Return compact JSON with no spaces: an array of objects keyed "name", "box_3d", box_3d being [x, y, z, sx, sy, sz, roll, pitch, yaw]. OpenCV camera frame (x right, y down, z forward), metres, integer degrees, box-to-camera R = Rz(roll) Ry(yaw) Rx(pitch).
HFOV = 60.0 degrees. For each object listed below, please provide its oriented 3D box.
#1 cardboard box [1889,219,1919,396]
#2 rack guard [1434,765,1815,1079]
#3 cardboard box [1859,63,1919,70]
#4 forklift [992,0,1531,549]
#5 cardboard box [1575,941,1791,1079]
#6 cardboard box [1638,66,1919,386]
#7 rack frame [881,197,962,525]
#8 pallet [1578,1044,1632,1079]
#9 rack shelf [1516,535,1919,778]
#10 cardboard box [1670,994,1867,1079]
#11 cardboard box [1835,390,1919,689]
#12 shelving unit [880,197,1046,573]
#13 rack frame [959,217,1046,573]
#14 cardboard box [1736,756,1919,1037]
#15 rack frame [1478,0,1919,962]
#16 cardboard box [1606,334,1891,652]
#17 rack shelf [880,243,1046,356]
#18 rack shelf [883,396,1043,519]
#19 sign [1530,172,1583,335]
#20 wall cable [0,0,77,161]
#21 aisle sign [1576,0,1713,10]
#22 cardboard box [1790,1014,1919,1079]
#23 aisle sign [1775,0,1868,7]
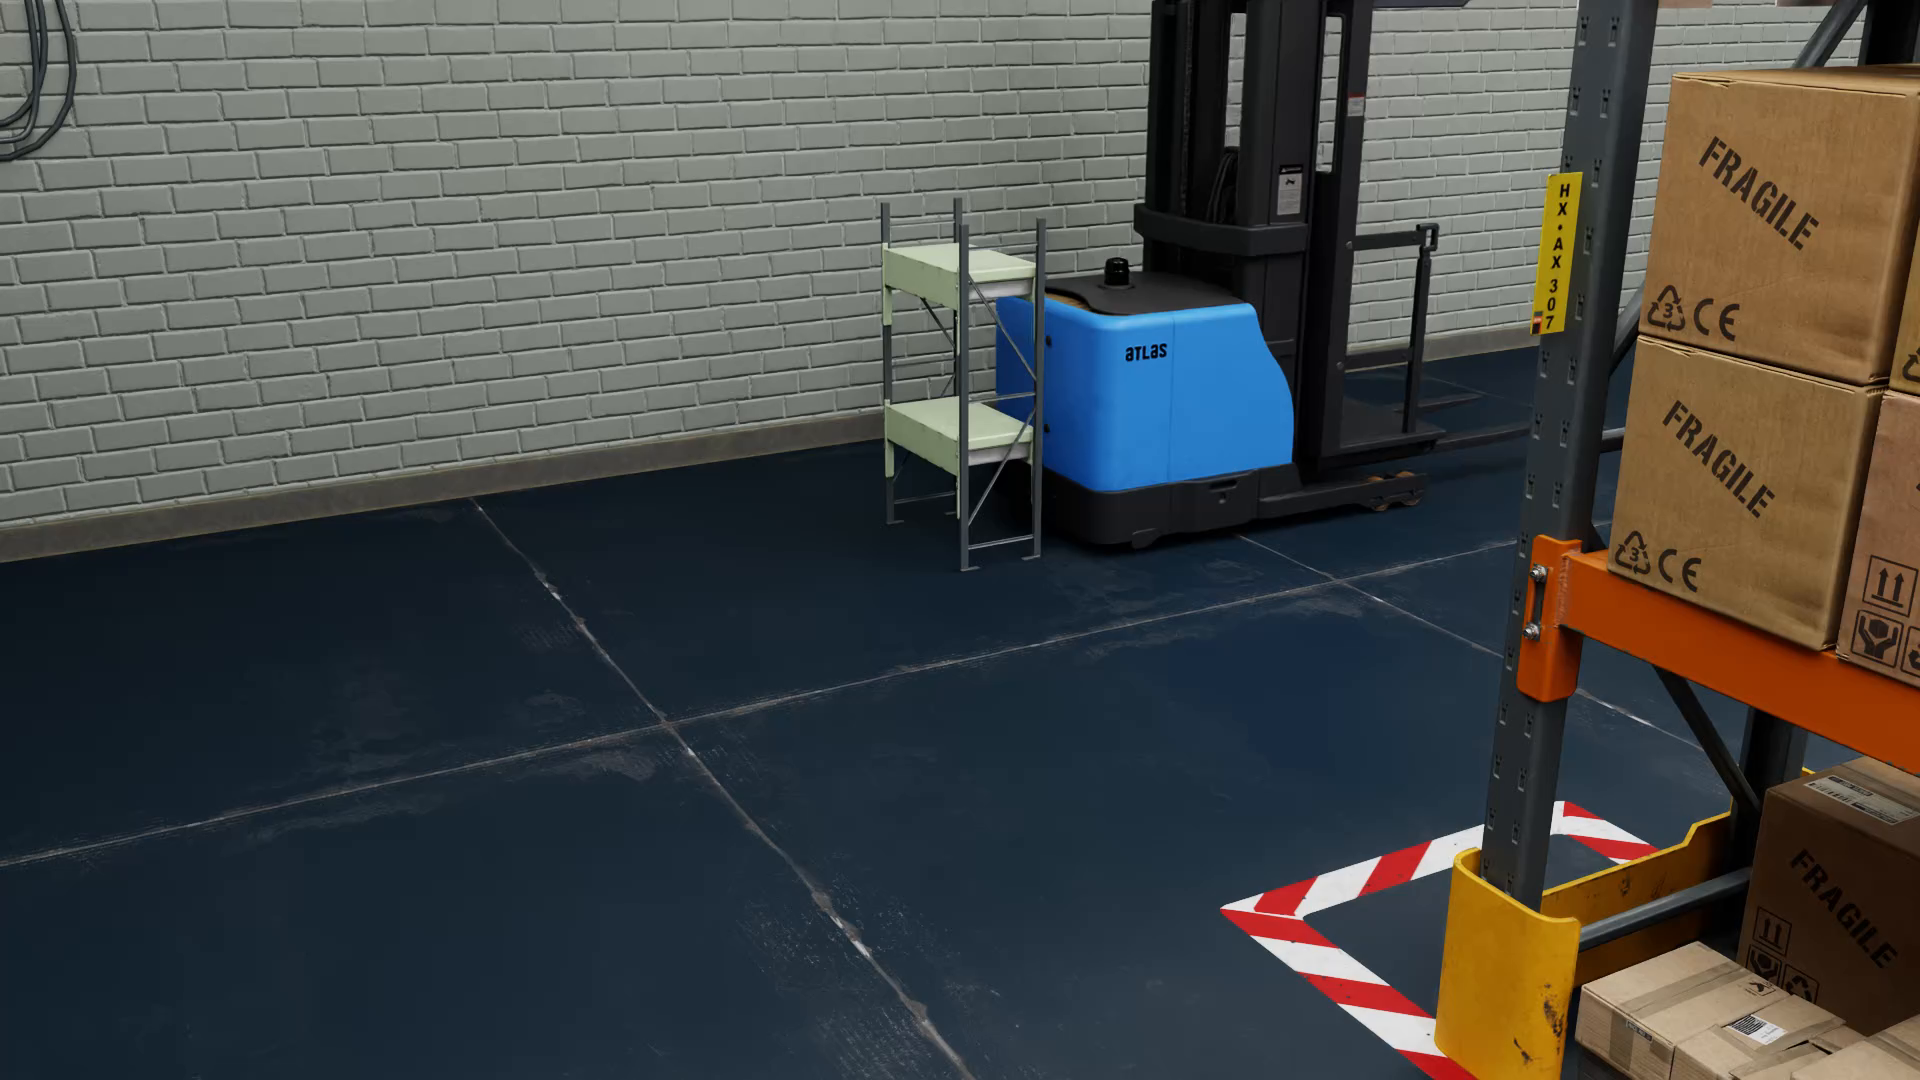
[{"name":"cardboard box","box_3d":[1.931,-0.461,2.683,0.500,0.500,0.500,-10,21,-26]},{"name":"rack guard","box_3d":[1.733,0.945,4.125,1.175,0.500,0.348,-10,21,-27]},{"name":"cardboard box","box_3d":[2.150,-0.693,3.355,0.500,0.500,0.500,-10,22,-27]},{"name":"forklift","box_3d":[1.703,-1.665,7.964,3.031,2.935,1.130,-10,21,-26]},{"name":"cardboard box","box_3d":[1.594,1.055,3.672,0.380,0.149,0.250,-10,21,-27]},{"name":"cardboard box","box_3d":[1.676,-0.610,3.114,0.500,0.500,0.500,-9,21,-25]},{"name":"rack frame","box_3d":[-0.171,-0.812,7.686,0.400,1.500,0.023,-10,21,-27]},{"name":"pallet","box_3d":[2.113,1.311,3.510,1.003,0.211,1.213,-10,21,-27]},{"name":"rack shelf","box_3d":[2.647,0.656,2.234,1.077,0.370,4.000,-10,21,-27]},{"name":"cardboard box","box_3d":[1.712,1.118,3.461,0.380,0.166,0.250,-10,21,-27]},{"name":"cardboard box","box_3d":[1.925,0.010,2.850,0.500,0.500,0.500,-10,22,-27]},{"name":"shelving unit","box_3d":[0.003,-0.707,7.381,0.431,1.500,0.755,-10,21,-27]},{"name":"rack frame","box_3d":[0.177,-0.602,7.077,0.400,1.500,0.023,-10,21,-27]},{"name":"cardboard box","box_3d":[2.172,0.833,3.775,0.500,0.500,0.500,-10,21,-27]},{"name":"rack frame","box_3d":[1.697,-0.258,3.781,1.000,3.000,0.127,-10,21,-27]},{"name":"cardboard box","box_3d":[1.676,-0.137,3.277,0.500,0.500,0.500,-9,21,-26]},{"name":"rack shelf","box_3d":[0.003,-1.076,7.254,0.431,0.370,0.720,-10,21,-27]},{"name":"rack shelf","box_3d":[0.003,-0.399,7.488,0.431,0.370,0.720,-10,21,-27]},{"name":"sign","box_3d":[1.220,-0.583,3.396,0.100,0.325,0.005,-10,21,-27]},{"name":"wall cable","box_3d":[-5.032,-2.537,5.948,3.097,2.526,0.112,-10,21,-27]},{"name":"aisle sign","box_3d":[1.406,-1.461,3.282,0.394,0.787,0.004,-10,21,-27]},{"name":"cardboard box","box_3d":[1.943,1.177,3.162,0.500,0.250,0.500,-10,21,-27]},{"name":"aisle sign","box_3d":[1.934,-1.554,3.551,0.394,0.787,0.004,-10,21,-27]}]
